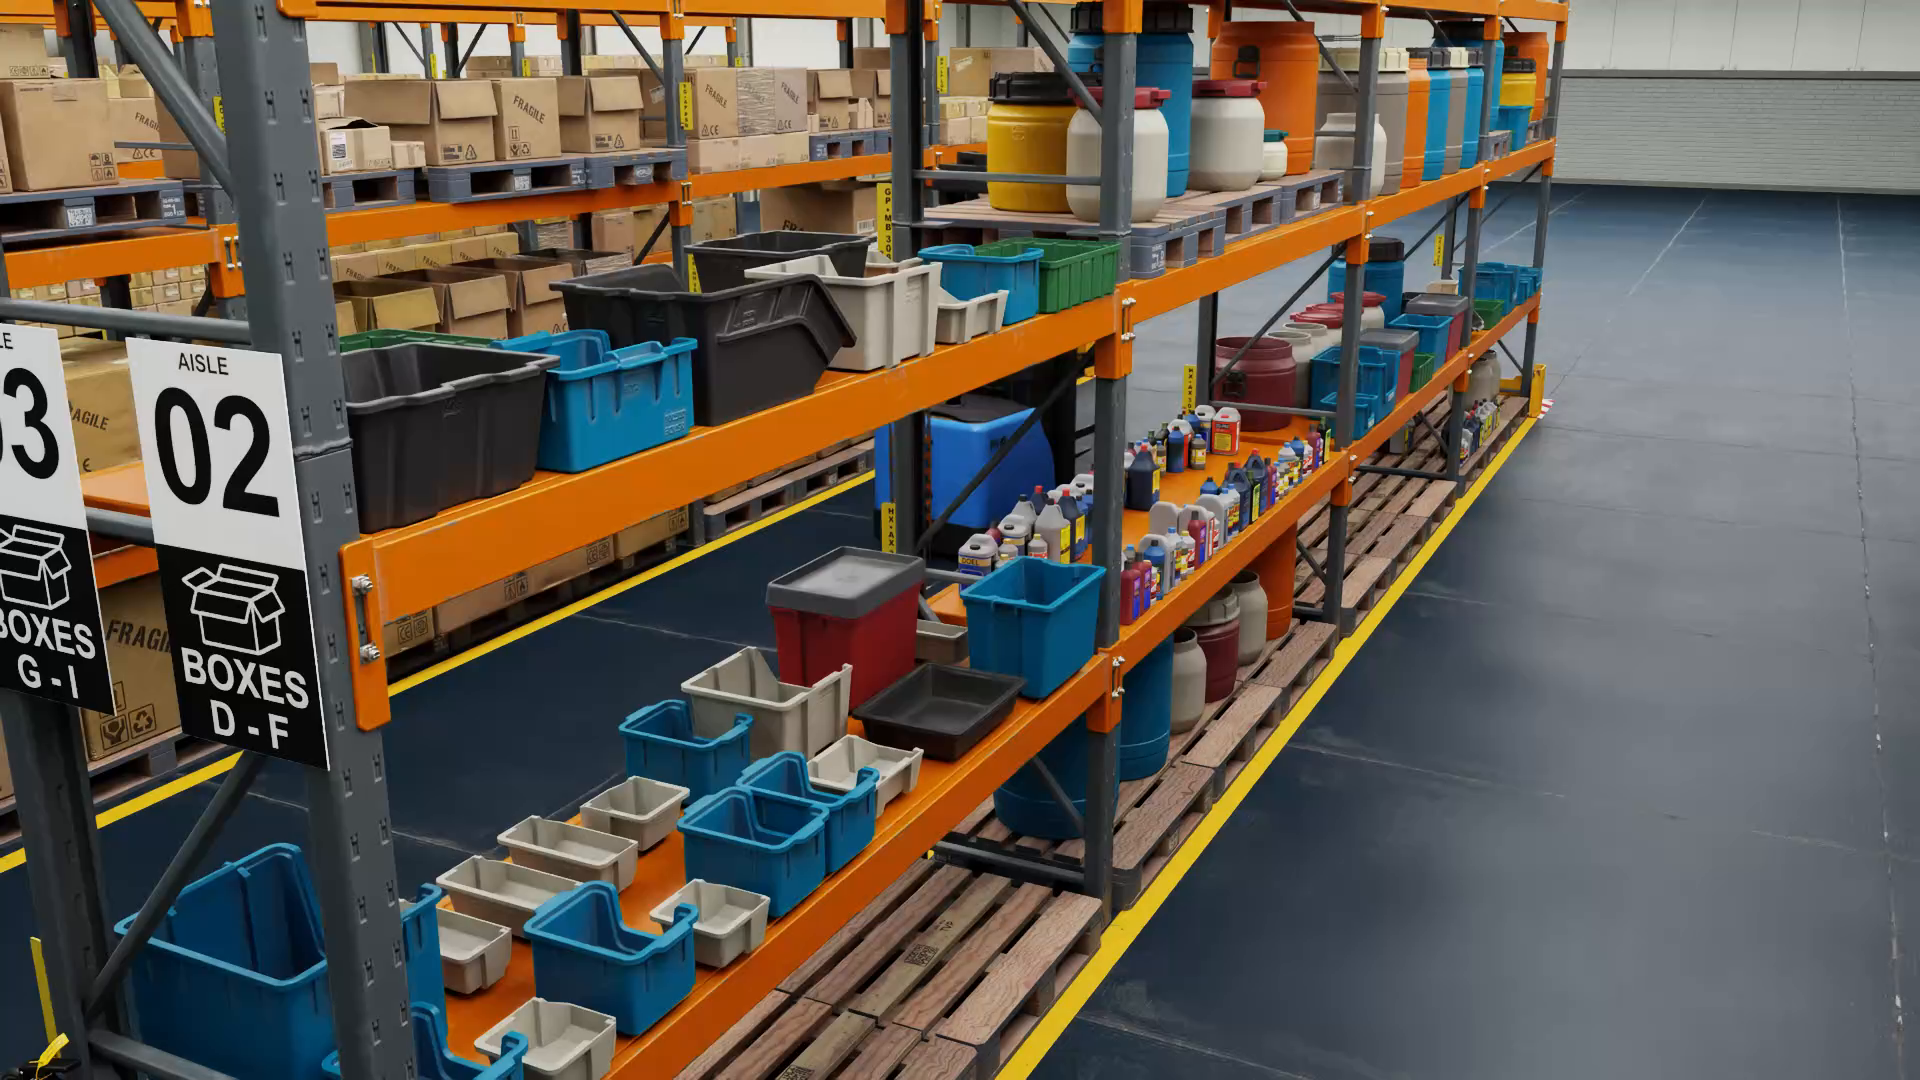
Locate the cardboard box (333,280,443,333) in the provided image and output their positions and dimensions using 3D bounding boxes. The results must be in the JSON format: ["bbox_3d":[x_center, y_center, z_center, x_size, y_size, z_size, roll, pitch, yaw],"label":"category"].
[{"bbox_3d":[-3.642,-1.295,10.180,0.797,0.503,0.637,8,18,26],"label":"cardboard box"}]

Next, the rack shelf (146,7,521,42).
[{"bbox_3d":[-5.948,-4.954,15.864,1.077,0.370,4.000,8,18,25],"label":"rack shelf"}]

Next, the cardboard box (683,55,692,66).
[{"bbox_3d":[-3.456,-5.768,20.035,0.380,0.149,0.250,8,19,26],"label":"cardboard box"}]

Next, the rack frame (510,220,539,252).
[{"bbox_3d":[-5.054,-3.124,18.274,1.000,3.000,0.127,8,18,25],"label":"rack frame"}]

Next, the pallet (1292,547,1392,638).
[{"bbox_3d":[2.362,0.326,11.555,1.003,0.211,1.213,8,18,25],"label":"pallet"}]

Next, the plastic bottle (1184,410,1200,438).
[{"bbox_3d":[1.423,-0.661,10.209,0.097,0.271,0.097,0,17,0],"label":"plastic bottle"}]

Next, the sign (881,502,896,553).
[{"bbox_3d":[-0.297,-0.002,7.278,0.100,0.325,0.005,8,18,25],"label":"sign"}]

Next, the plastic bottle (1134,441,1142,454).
[{"bbox_3d":[1.010,-0.426,9.416,0.097,0.271,0.097,0,17,0],"label":"plastic bottle"}]

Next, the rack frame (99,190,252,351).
[{"bbox_3d":[-4.237,-0.429,9.202,1.000,3.000,0.127,8,18,25],"label":"rack frame"}]

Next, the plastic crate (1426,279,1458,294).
[{"bbox_3d":[4.869,-2.542,16.779,0.298,0.136,0.250,8,18,25],"label":"plastic crate"}]

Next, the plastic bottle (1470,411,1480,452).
[{"bbox_3d":[4.585,-0.979,14.932,0.144,0.351,0.185,7,18,23],"label":"plastic bottle"}]

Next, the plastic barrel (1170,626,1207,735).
[{"bbox_3d":[1.101,0.743,8.887,0.421,0.512,0.421,0,17,0],"label":"plastic barrel"}]

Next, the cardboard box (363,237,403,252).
[{"bbox_3d":[-5.952,-3.136,16.381,0.700,0.500,0.500,8,18,25],"label":"cardboard box"}]

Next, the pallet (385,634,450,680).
[{"bbox_3d":[-3.959,0.701,10.293,1.003,0.211,1.213,8,18,25],"label":"pallet"}]

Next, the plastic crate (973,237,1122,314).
[{"bbox_3d":[0.275,-0.989,6.191,0.450,0.188,0.662,8,18,25],"label":"plastic crate"}]

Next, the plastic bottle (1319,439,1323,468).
[{"bbox_3d":[2.115,-0.539,9.918,0.097,0.201,0.097,0,17,0],"label":"plastic bottle"}]

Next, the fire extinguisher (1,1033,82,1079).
[{"bbox_3d":[-2.067,1.416,3.779,0.296,0.674,0.183,8,18,25],"label":"fire extinguisher"}]

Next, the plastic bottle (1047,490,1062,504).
[{"bbox_3d":[0.470,-0.103,8.320,0.152,0.276,0.135,8,18,25],"label":"plastic bottle"}]

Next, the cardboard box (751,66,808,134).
[{"bbox_3d":[-1.561,-3.518,13.280,0.500,0.500,0.500,8,18,24],"label":"cardboard box"}]

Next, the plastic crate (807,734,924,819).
[{"bbox_3d":[-0.315,0.780,5.487,0.293,0.136,0.466,8,18,25],"label":"plastic crate"}]

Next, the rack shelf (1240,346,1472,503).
[{"bbox_3d":[2.875,-0.983,12.328,1.077,0.370,4.000,8,18,25],"label":"rack shelf"}]

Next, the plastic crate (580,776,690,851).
[{"bbox_3d":[-1.030,0.863,5.209,0.298,0.136,0.250,8,18,25],"label":"plastic crate"}]

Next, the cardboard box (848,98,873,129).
[{"bbox_3d":[-0.993,-3.790,14.746,0.396,0.266,0.258,9,19,27],"label":"cardboard box"}]

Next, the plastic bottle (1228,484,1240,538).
[{"bbox_3d":[1.379,-0.153,8.497,0.097,0.271,0.097,0,17,0],"label":"plastic bottle"}]

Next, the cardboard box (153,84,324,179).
[{"bbox_3d":[-3.987,-2.266,9.202,0.700,0.500,0.500,9,19,27],"label":"cardboard box"}]

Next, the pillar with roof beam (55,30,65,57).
[{"bbox_3d":[-9.449,-7.643,22.952,9.100,9.000,0.400,8,18,25],"label":"pillar with roof beam"}]

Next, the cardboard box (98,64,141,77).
[{"bbox_3d":[-9.673,-5.371,19.219,0.500,0.250,0.500,9,19,27],"label":"cardboard box"}]

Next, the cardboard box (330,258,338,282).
[{"bbox_3d":[-6.175,-2.363,15.536,0.500,0.500,0.500,8,18,25],"label":"cardboard box"}]

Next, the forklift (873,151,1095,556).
[{"bbox_3d":[0.572,-1.623,13.342,1.130,2.935,3.031,11,20,32],"label":"forklift"}]

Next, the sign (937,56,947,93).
[{"bbox_3d":[-0.164,-4.272,15.271,0.100,0.325,0.005,8,18,25],"label":"sign"}]

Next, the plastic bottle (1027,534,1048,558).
[{"bbox_3d":[0.364,0.073,7.861,0.097,0.201,0.097,0,17,0],"label":"plastic bottle"}]

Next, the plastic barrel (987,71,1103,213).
[{"bbox_3d":[0.420,-1.787,7.436,0.600,0.588,0.600,0,17,0],"label":"plastic barrel"}]

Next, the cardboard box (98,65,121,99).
[{"bbox_3d":[-7.006,-3.689,13.389,0.396,0.266,0.258,8,18,25],"label":"cardboard box"}]

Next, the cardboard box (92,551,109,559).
[{"bbox_3d":[-4.425,0.007,8.174,0.380,0.149,0.250,8,19,26],"label":"cardboard box"}]

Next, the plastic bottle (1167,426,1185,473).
[{"bbox_3d":[1.270,-0.536,9.786,0.097,0.271,0.097,0,17,0],"label":"plastic bottle"}]

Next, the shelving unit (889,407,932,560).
[{"bbox_3d":[-0.369,-0.421,12.333,0.258,1.200,0.189,11,20,32],"label":"shelving unit"}]

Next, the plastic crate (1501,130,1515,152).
[{"bbox_3d":[4.717,-3.541,14.781,0.336,0.188,0.450,8,18,25],"label":"plastic crate"}]

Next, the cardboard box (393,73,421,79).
[{"bbox_3d":[-7.627,-6.323,22.816,0.380,0.149,0.250,8,18,26],"label":"cardboard box"}]

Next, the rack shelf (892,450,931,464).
[{"bbox_3d":[-0.369,-0.608,12.277,0.258,0.103,0.180,11,20,32],"label":"rack shelf"}]

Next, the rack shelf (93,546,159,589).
[{"bbox_3d":[-5.131,0.425,7.589,1.077,0.370,4.000,8,18,25],"label":"rack shelf"}]

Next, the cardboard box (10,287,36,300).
[{"bbox_3d":[-7.347,-1.893,12.787,0.380,0.149,0.250,9,19,27],"label":"cardboard box"}]

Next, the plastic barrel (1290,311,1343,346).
[{"bbox_3d":[2.624,-1.389,12.195,0.433,0.535,0.433,0,17,0],"label":"plastic barrel"}]

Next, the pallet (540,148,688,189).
[{"bbox_3d":[-2.690,-2.625,11.657,1.213,0.211,1.003,9,19,28],"label":"pallet"}]

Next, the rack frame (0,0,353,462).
[{"bbox_3d":[-1.593,-1.656,2.796,1.000,3.000,0.127,8,18,25],"label":"rack frame"}]

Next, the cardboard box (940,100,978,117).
[{"bbox_3d":[-0.042,-4.211,16.229,0.380,0.149,0.250,8,18,26],"label":"cardboard box"}]

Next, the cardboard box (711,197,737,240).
[{"bbox_3d":[-3.392,-4.114,21.345,0.875,0.550,0.550,8,18,25],"label":"cardboard box"}]

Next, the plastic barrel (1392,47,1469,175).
[{"bbox_3d":[3.444,-3.191,12.353,0.600,0.901,0.600,0,17,0],"label":"plastic barrel"}]

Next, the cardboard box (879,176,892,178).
[{"bbox_3d":[-0.485,-3.414,16.797,0.500,0.500,0.500,8,18,25],"label":"cardboard box"}]

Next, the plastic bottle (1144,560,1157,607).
[{"bbox_3d":[0.835,0.191,7.461,0.097,0.201,0.097,0,17,0],"label":"plastic bottle"}]

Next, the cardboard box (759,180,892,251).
[{"bbox_3d":[-1.142,-2.771,15.296,1.000,1.000,1.000,8,18,26],"label":"cardboard box"}]

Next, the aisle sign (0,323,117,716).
[{"bbox_3d":[-1.887,-0.046,3.344,0.394,0.787,0.004,8,18,25],"label":"aisle sign"}]

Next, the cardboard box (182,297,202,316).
[{"bbox_3d":[-6.651,-2.002,14.199,0.380,0.149,0.250,8,19,26],"label":"cardboard box"}]

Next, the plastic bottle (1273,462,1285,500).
[{"bbox_3d":[1.750,-0.331,9.219,0.097,0.201,0.097,0,17,0],"label":"plastic bottle"}]

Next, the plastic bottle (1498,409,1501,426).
[{"bbox_3d":[5.128,-1.202,15.944,0.097,0.201,0.097,0,17,0],"label":"plastic bottle"}]

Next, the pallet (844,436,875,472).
[{"bbox_3d":[-1.009,-0.932,15.791,1.003,0.211,1.213,8,18,25],"label":"pallet"}]

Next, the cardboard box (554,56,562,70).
[{"bbox_3d":[-4.474,-5.188,18.081,0.380,0.149,0.250,8,18,25],"label":"cardboard box"}]

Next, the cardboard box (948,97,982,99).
[{"bbox_3d":[0.008,-4.538,17.328,0.380,0.149,0.250,7,18,23],"label":"cardboard box"}]

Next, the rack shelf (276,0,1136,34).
[{"bbox_3d":[-0.700,-1.629,4.670,1.077,0.370,4.000,8,18,25],"label":"rack shelf"}]
